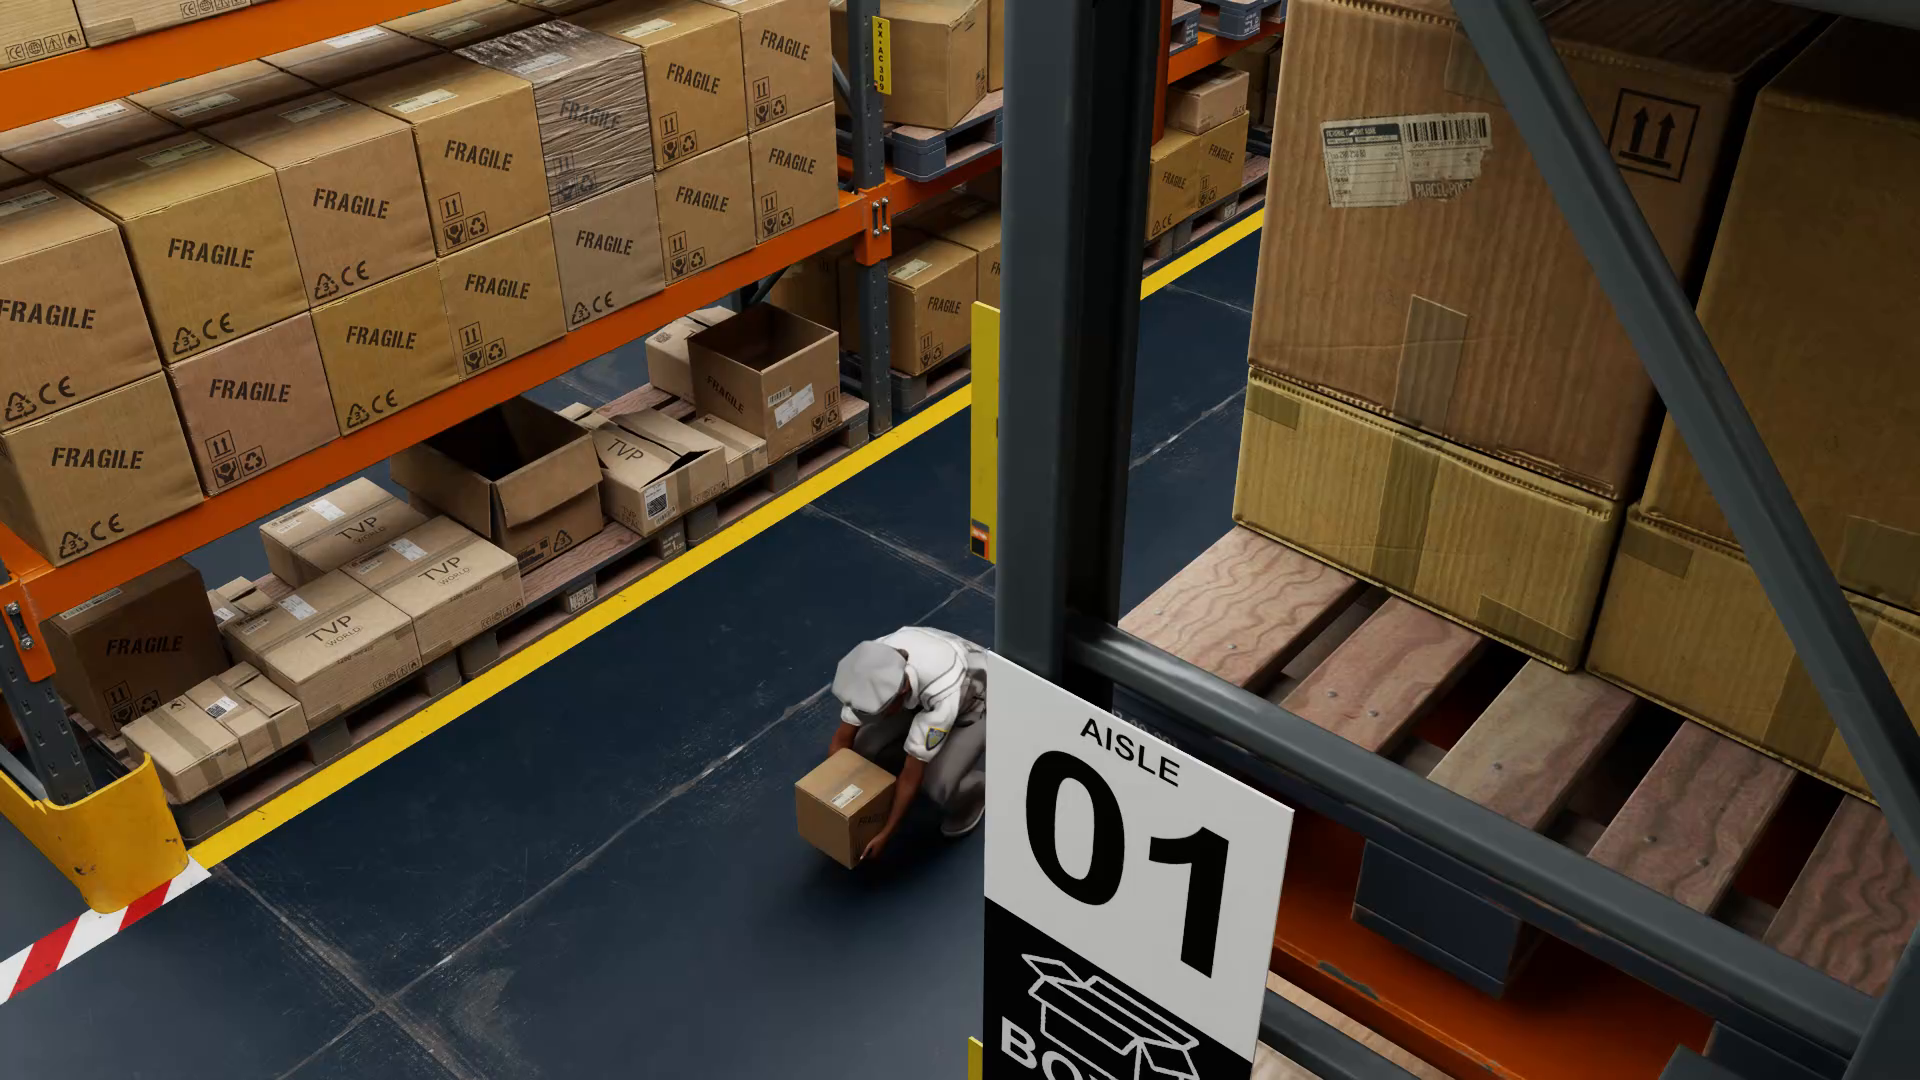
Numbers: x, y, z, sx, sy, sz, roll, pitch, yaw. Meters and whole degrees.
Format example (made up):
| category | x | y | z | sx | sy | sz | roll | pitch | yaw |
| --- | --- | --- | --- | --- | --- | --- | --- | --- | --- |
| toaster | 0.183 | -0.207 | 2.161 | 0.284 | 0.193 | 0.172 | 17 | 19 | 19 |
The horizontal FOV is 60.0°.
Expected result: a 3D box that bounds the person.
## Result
| category | x | y | z | sx | sy | sz | roll | pitch | yaw |
| --- | --- | --- | --- | --- | --- | --- | --- | --- | --- |
| person | -0.156 | 0.646 | 5.841 | 0.453 | 0.975 | 0.869 | 25 | 42 | 31 |
